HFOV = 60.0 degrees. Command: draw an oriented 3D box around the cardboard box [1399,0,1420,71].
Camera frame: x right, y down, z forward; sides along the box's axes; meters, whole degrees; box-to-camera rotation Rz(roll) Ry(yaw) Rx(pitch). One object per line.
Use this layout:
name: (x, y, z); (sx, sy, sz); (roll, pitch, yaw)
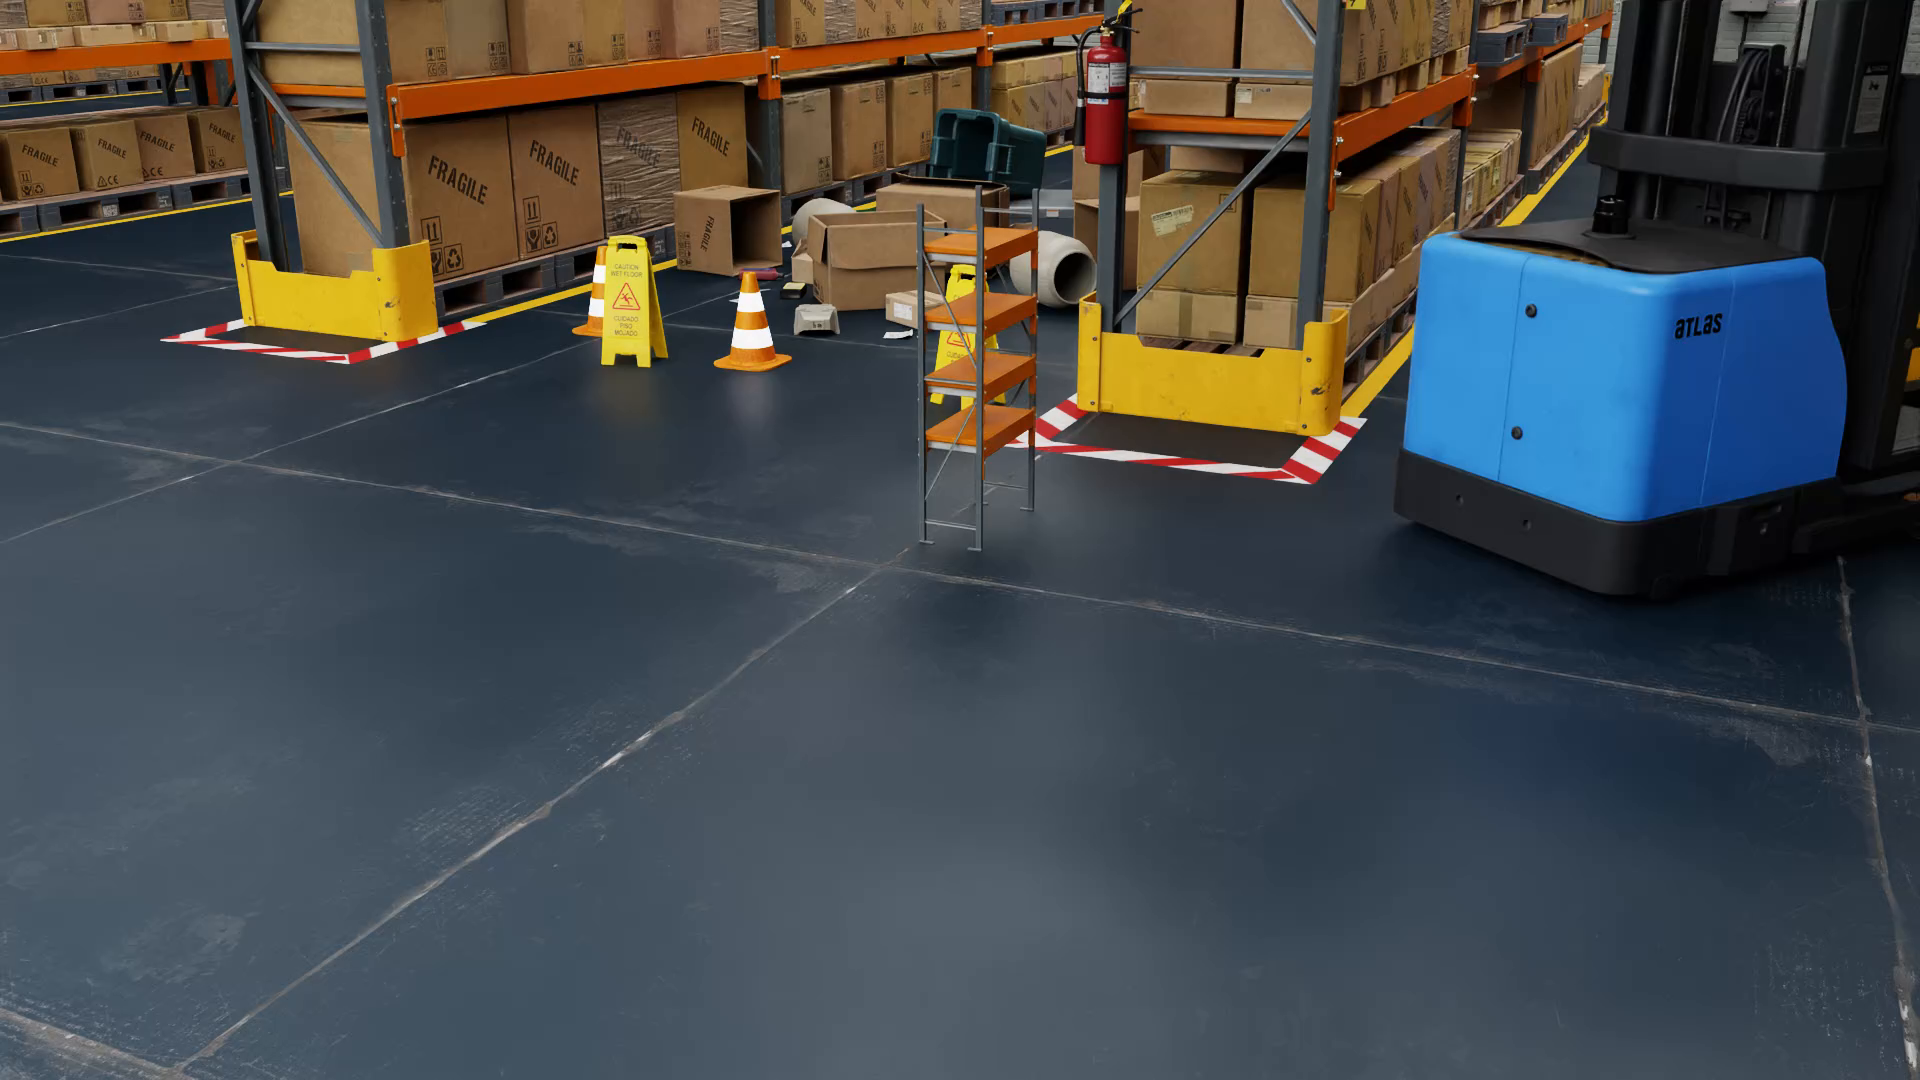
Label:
cardboard box: (1.956, -2.574, 8.138); (0.500, 0.500, 0.500); (8, 21, 22)

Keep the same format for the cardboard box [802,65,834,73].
cardboard box: (-2.323, -6.657, 22.754); (0.875, 0.875, 0.875); (9, 21, 23)

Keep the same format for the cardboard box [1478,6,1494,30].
cardboard box: (3.245, -3.394, 10.783); (0.380, 0.149, 0.250); (9, 21, 23)

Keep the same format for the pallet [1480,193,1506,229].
pallet: (3.546, -2.487, 12.647); (1.003, 0.211, 1.213); (9, 21, 23)

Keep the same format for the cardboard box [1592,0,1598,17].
cardboard box: (6.647, -5.942, 18.051); (0.500, 0.500, 0.500); (9, 21, 23)

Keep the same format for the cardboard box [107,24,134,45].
cardboard box: (-7.275, -3.716, 12.315); (0.882, 0.149, 2.000); (9, 21, 23)

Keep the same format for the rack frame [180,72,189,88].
rack frame: (-12.071, -8.354, 24.983); (1.000, 3.000, 0.127); (9, 21, 23)

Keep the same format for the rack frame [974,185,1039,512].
rack frame: (0.168, -0.691, 6.120); (0.240, 1.200, 0.015); (9, 21, 23)

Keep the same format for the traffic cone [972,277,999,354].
traffic cone: (0.091, -1.079, 8.312); (0.336, 0.463, 0.334); (9, 21, 23)

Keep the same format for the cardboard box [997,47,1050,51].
cardboard box: (0.689, -5.303, 18.388); (0.500, 0.250, 0.500); (9, 22, 24)

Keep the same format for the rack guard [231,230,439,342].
rack guard: (-3.475, -1.429, 9.241); (1.175, 0.500, 0.348); (9, 21, 23)

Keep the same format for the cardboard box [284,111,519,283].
cardboard box: (-2.855, -3.268, 10.056); (0.987, 2.999, 2.515); (9, 21, 24)

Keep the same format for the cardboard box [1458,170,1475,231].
cardboard box: (2.943, -2.309, 11.280); (0.950, 0.372, 0.625); (9, 21, 23)

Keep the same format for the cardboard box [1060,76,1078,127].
cardboard box: (0.951, -4.729, 17.893); (0.500, 0.500, 0.500); (8, 21, 22)

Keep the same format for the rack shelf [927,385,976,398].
rack shelf: (0.068, -0.579, 5.923); (0.199, 0.029, 0.442); (9, 21, 23)

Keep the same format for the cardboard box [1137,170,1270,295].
cardboard box: (1.182, -1.502, 8.074); (0.500, 0.500, 0.500); (9, 21, 23)

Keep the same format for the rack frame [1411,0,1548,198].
rack frame: (4.368, -4.411, 13.896); (1.000, 3.000, 0.127); (9, 21, 23)

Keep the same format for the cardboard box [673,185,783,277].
cardboard box: (-1.527, -2.045, 10.969); (0.500, 0.500, 0.500); (13, 23, 32)

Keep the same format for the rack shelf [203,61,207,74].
rack shelf: (-5.492, -4.821, 16.121); (1.077, 0.370, 4.000); (9, 21, 23)

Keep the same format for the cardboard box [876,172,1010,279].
cardboard box: (-0.123, -2.025, 10.709); (0.797, 0.637, 0.503); (9, 21, 23)

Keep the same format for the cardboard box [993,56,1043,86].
cardboard box: (0.522, -4.766, 16.877); (0.500, 0.250, 0.500); (8, 21, 22)

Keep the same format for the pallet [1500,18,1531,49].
pallet: (1.110, -4.573, 12.401); (6.013, 1.710, 2.234); (8, 21, 21)

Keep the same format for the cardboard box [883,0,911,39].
cardboard box: (-0.745, -4.470, 13.912); (0.500, 0.500, 0.500); (9, 21, 24)

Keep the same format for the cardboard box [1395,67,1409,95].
cardboard box: (2.103, -2.392, 8.594); (0.380, 0.149, 0.250); (8, 21, 21)

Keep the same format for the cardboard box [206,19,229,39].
cardboard box: (-6.242, -4.249, 13.814); (0.380, 0.149, 0.250); (9, 21, 23)

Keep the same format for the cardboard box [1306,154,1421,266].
cardboard box: (2.107, -1.750, 8.771); (0.500, 0.500, 0.500); (9, 21, 24)

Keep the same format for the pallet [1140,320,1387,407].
pallet: (1.488, -0.919, 8.237); (1.003, 0.211, 1.213); (9, 21, 23)

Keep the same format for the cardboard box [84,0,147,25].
cardboard box: (-6.901, -4.292, 12.967); (0.875, 0.500, 0.500); (9, 21, 23)

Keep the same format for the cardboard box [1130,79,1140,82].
cardboard box: (1.946, -5.570, 19.895); (0.380, 0.149, 0.250); (10, 22, 25)

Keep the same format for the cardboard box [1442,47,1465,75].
cardboard box: (2.781, -2.853, 9.889); (0.380, 0.149, 0.250); (9, 22, 24)

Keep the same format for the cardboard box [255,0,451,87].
cardboard box: (-3.354, -2.804, 9.154); (0.875, 0.550, 0.550); (9, 21, 23)

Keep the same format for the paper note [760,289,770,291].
paper note: (-1.233, -1.546, 10.301); (0.123, 0.001, 0.032); (-14, 24, -33)

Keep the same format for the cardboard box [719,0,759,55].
cardboard box: (-1.967, -3.793, 11.934); (0.875, 0.550, 0.550); (9, 21, 23)

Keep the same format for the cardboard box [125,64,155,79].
cardboard box: (-12.222, -7.044, 24.372); (0.500, 0.500, 0.500); (9, 21, 23)

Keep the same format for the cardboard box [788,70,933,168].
cardboard box: (-0.875, -3.756, 14.784); (1.050, 0.750, 0.750); (9, 21, 24)

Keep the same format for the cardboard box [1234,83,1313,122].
cardboard box: (1.420, -1.923, 7.274); (0.380, 0.149, 0.250); (9, 21, 23)

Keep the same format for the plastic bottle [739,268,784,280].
plastic bottle: (-1.266, -1.707, 10.677); (0.283, 0.061, 0.133); (1, 20, 4)

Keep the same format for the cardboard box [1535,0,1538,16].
cardboard box: (4.232, -4.107, 12.790); (0.380, 0.149, 0.250); (7, 21, 20)

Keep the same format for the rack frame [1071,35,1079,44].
rack frame: (1.446, -6.283, 19.159); (0.949, 2.616, 0.053); (9, 21, 23)

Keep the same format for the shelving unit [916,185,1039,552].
shelving unit: (0.068, -0.616, 5.910); (0.258, 1.200, 0.503); (9, 21, 23)

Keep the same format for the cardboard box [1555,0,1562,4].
cardboard box: (5.014, -4.855, 14.622); (0.500, 0.250, 0.500); (9, 22, 24)

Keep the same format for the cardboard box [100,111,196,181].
cardboard box: (-6.739, -3.276, 13.806); (0.500, 0.500, 0.500); (17, 26, 40)

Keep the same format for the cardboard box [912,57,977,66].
cardboard box: (-0.148, -4.678, 16.631); (0.500, 0.250, 0.500); (8, 21, 21)

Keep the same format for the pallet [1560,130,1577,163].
pallet: (5.759, -4.074, 17.110); (1.003, 0.211, 1.213); (9, 21, 23)

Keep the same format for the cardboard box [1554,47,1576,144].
cardboard box: (5.462, -4.353, 16.277); (0.875, 0.875, 0.875); (9, 22, 24)

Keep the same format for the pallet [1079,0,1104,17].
pallet: (-2.505, -6.036, 16.510); (5.816, 1.713, 7.625); (9, 21, 23)

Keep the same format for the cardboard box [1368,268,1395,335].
cardboard box: (1.891, -1.232, 8.433); (0.500, 0.250, 0.500); (9, 22, 25)

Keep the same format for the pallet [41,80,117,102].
pallet: (-12.868, -6.412, 23.684); (1.003, 0.211, 1.213); (9, 21, 23)

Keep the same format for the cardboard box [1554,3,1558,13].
cardboard box: (4.992, -4.615, 14.693); (0.500, 0.250, 0.500); (8, 21, 21)

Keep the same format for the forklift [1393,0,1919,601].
forklift: (3.116, -1.526, 5.885); (3.031, 2.935, 1.130); (-11, 22, -28)

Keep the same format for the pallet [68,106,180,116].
pallet: (-9.544, -4.905, 19.447); (1.003, 0.211, 1.213); (9, 21, 23)

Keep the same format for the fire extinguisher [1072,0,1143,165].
fire extinguisher: (0.625, -1.958, 7.112); (0.296, 0.674, 0.183); (9, 21, 23)
